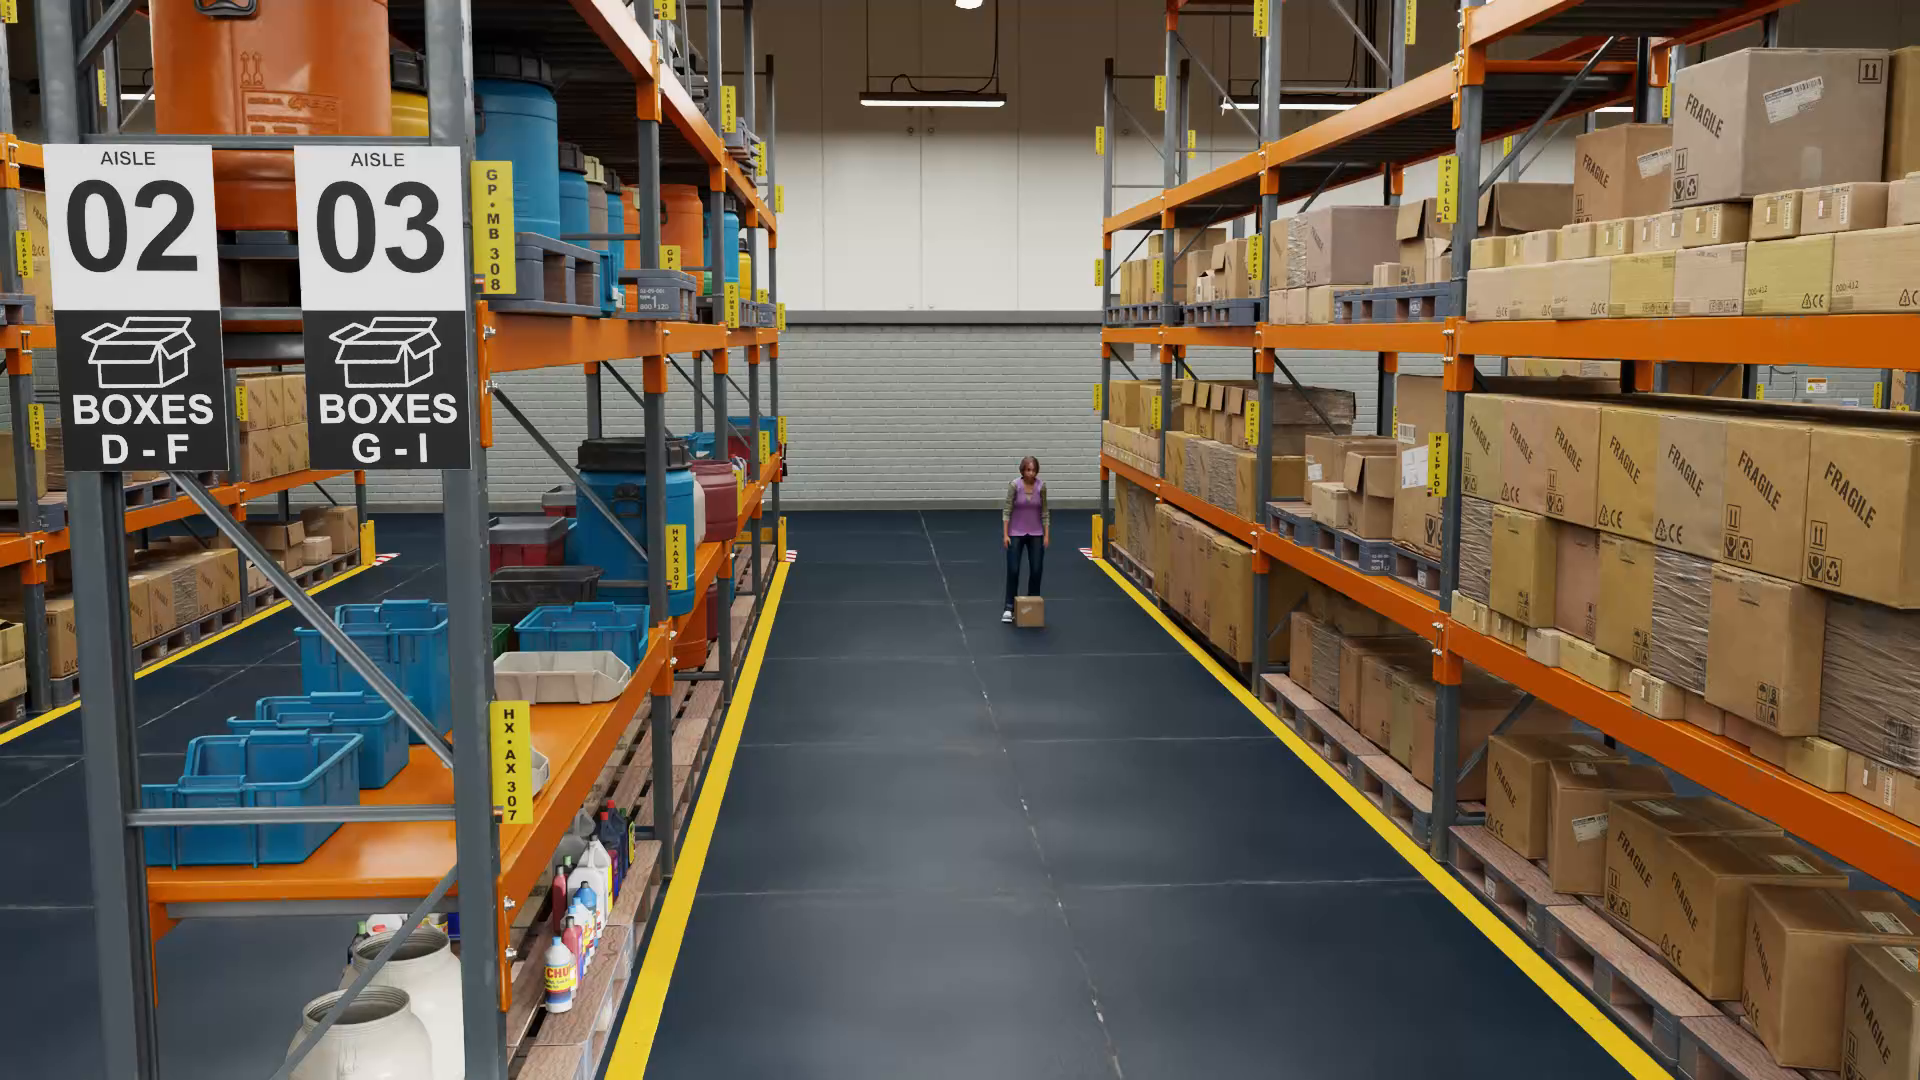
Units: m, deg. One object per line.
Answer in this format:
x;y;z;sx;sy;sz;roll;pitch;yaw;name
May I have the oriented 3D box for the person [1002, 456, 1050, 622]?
0.630;-0.016;15.937;0.478;1.591;0.345;-1;7;-7;person
